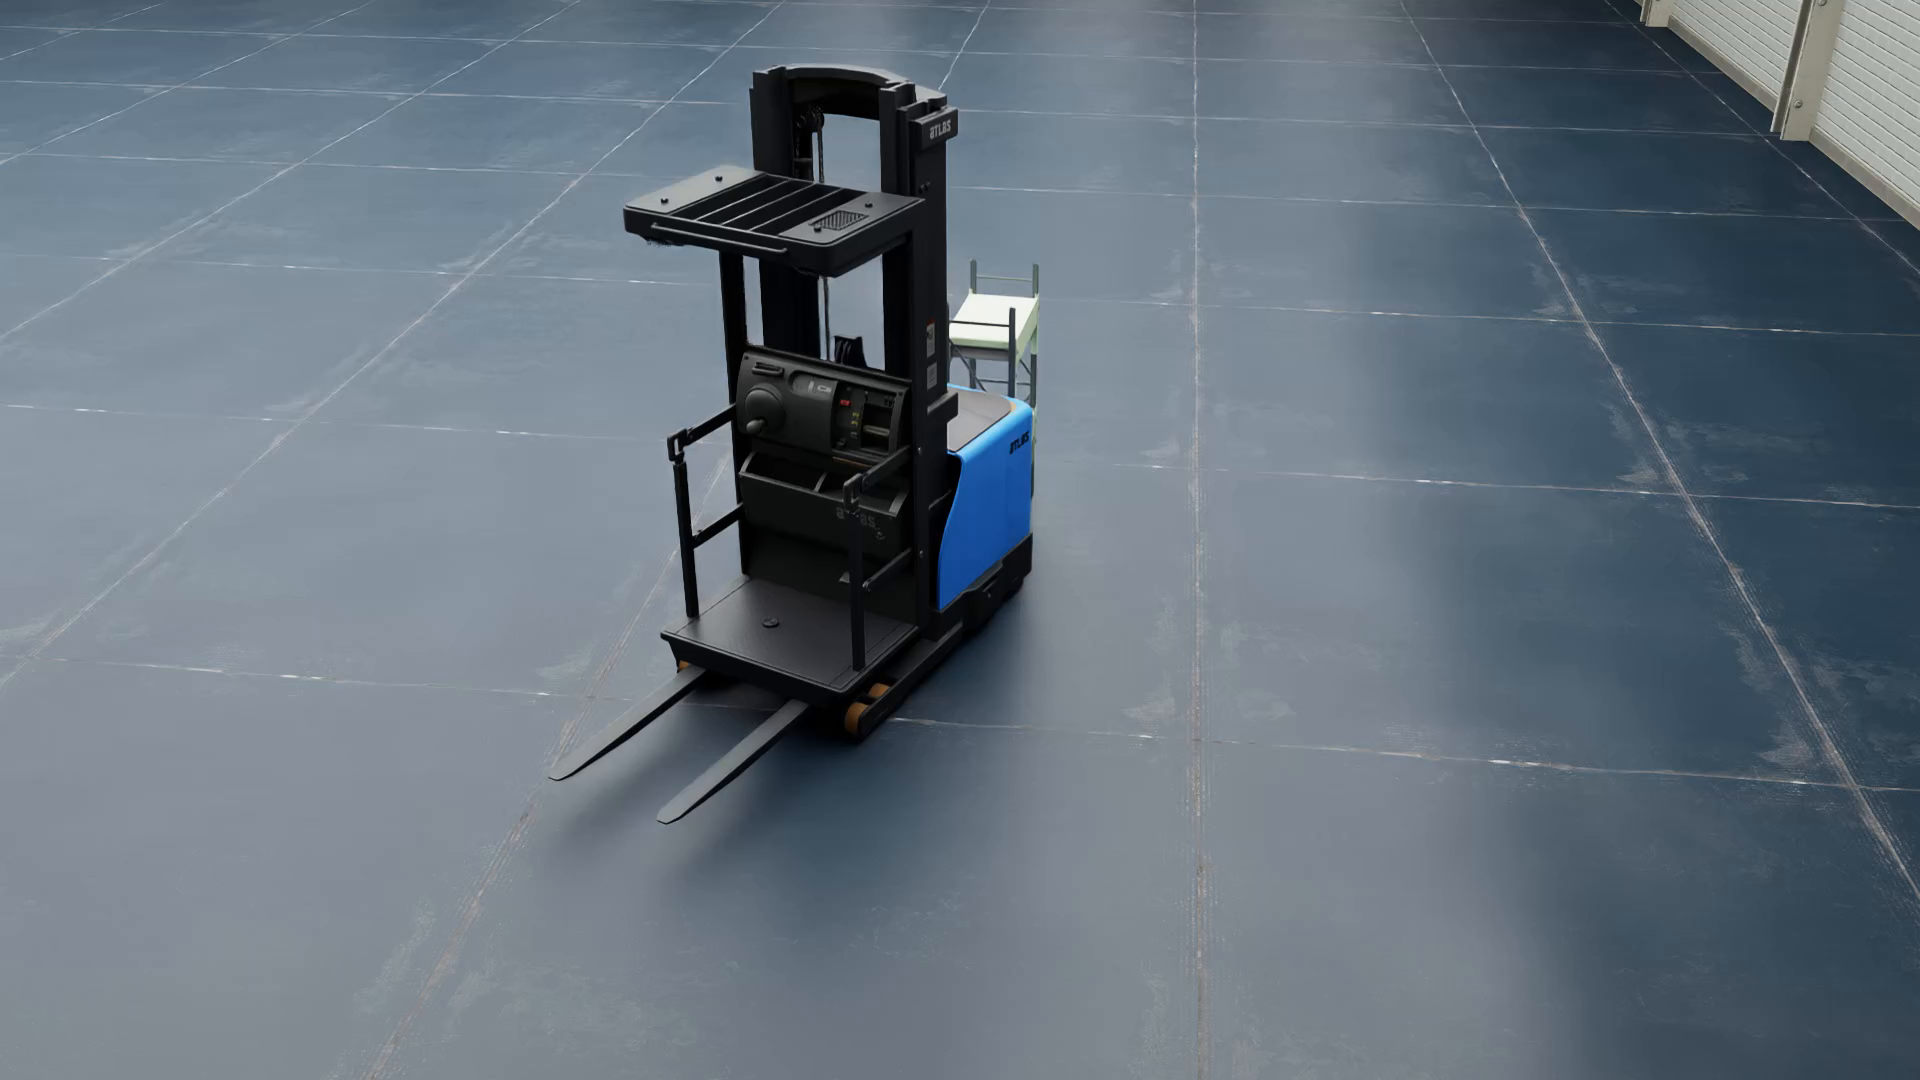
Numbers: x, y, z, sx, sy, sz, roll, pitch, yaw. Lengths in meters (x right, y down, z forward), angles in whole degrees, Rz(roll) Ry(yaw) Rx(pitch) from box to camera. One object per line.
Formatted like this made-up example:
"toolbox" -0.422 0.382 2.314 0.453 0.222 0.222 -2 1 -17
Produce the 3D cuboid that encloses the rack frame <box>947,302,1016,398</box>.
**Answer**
"rack frame" 0.102 -0.599 9.280 0.400 1.500 0.023 6 29 11

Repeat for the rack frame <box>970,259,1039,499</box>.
"rack frame" 0.256 -0.938 9.911 0.400 1.500 0.023 6 29 11

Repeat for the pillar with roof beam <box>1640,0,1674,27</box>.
"pillar with roof beam" 5.342 -11.359 21.346 9.100 9.000 0.400 3 28 6

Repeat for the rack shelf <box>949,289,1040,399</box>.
"rack shelf" 0.179 -1.112 9.410 0.431 0.370 0.720 6 29 11

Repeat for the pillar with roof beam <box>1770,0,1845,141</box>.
"pillar with roof beam" 4.607 -8.534 16.104 9.100 9.000 0.400 3 28 6

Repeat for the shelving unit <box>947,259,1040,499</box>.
"shelving unit" 0.179 -0.769 9.596 0.431 1.500 0.755 6 29 11

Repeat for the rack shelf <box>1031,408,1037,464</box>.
"rack shelf" 0.179 -0.482 9.750 0.431 0.370 0.720 6 29 11

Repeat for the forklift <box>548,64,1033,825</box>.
"forklift" -0.773 -0.591 7.757 1.130 2.935 3.031 15 32 26
